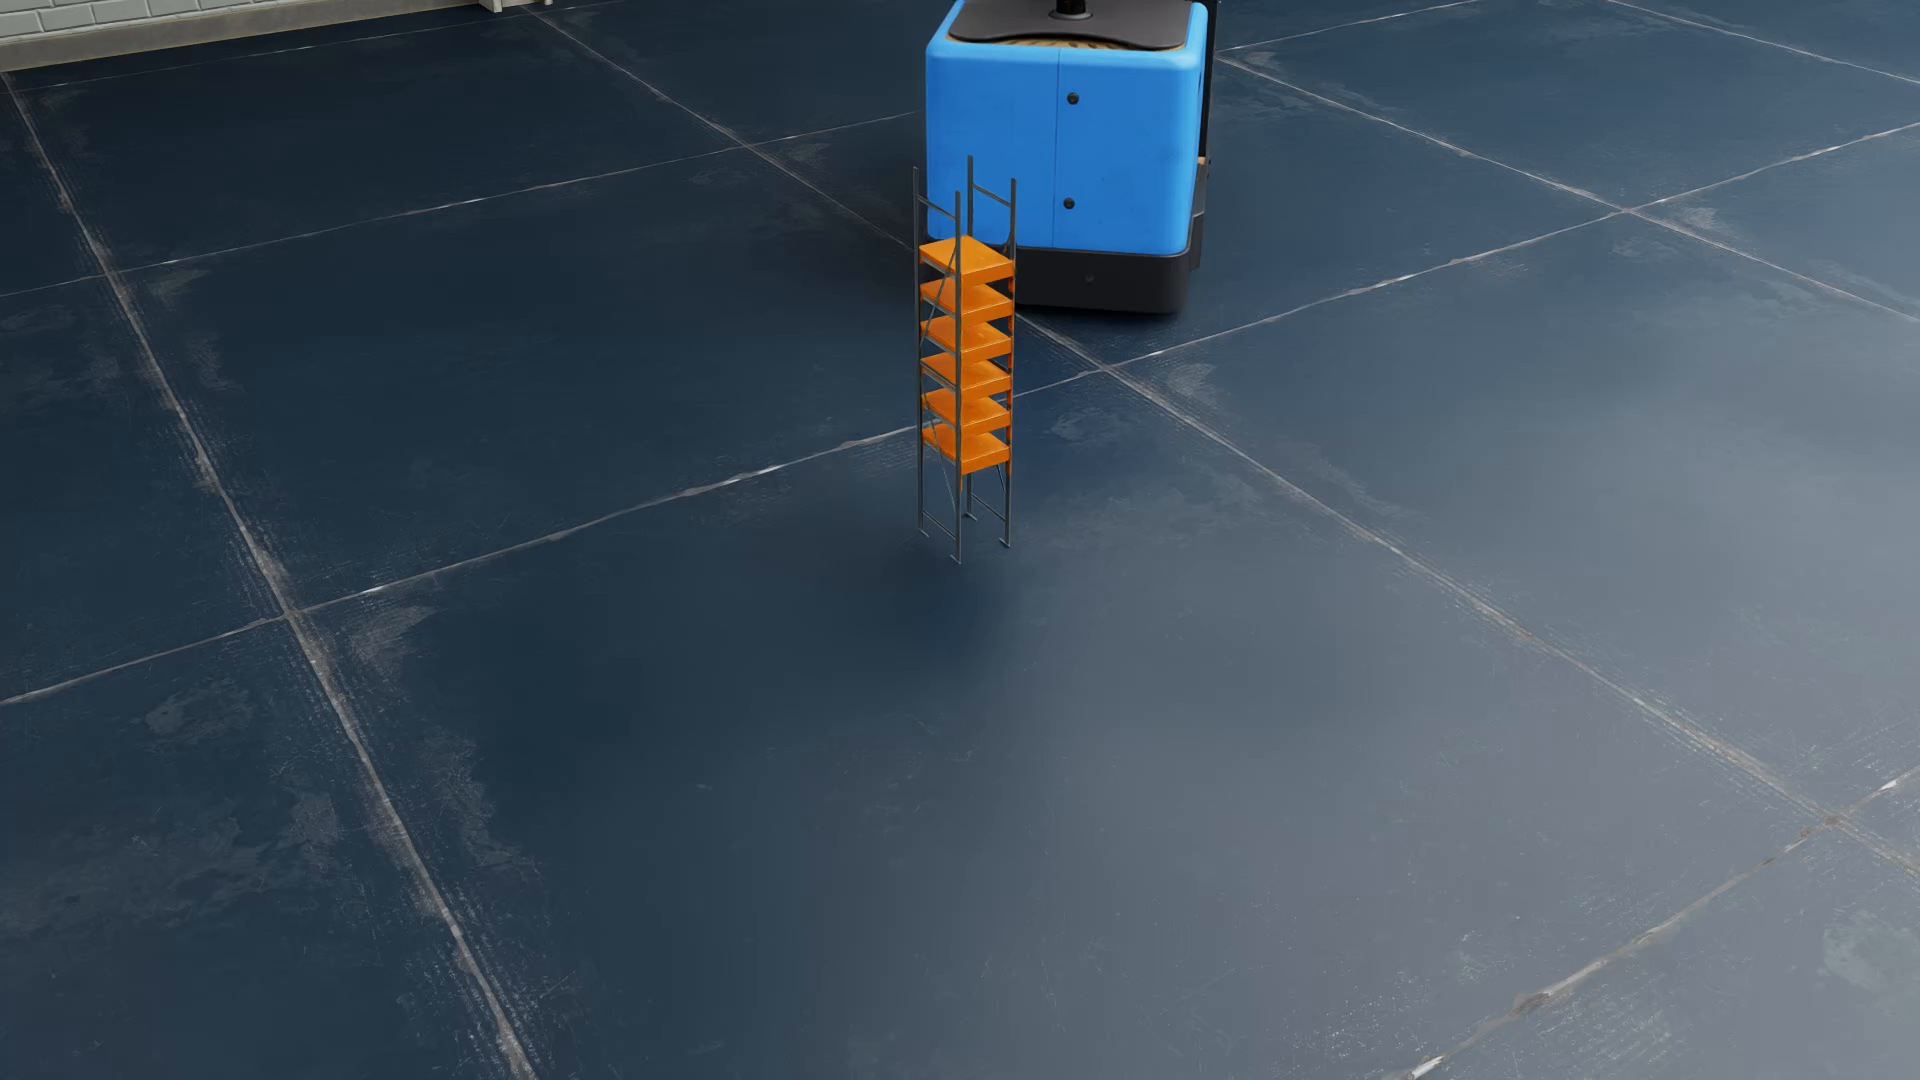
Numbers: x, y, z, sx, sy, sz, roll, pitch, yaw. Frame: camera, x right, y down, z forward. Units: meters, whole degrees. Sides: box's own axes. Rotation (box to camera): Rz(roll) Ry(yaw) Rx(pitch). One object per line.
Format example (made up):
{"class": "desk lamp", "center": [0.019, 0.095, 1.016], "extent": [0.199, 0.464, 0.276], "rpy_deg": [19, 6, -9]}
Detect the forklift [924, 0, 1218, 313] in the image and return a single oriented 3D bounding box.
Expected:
{"class": "forklift", "center": [0.607, -2.901, 7.101], "extent": [1.130, 2.935, 3.031], "rpy_deg": [5, 33, 8]}

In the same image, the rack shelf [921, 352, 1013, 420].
{"class": "rack shelf", "center": [0.012, -0.474, 4.960], "extent": [0.180, 0.103, 0.258], "rpy_deg": [-19, 37, -27]}

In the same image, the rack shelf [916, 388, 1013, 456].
{"class": "rack shelf", "center": [0.012, -0.373, 5.024], "extent": [0.180, 0.103, 0.258], "rpy_deg": [-19, 37, -27]}

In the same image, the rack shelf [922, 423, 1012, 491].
{"class": "rack shelf", "center": [0.012, -0.271, 5.088], "extent": [0.180, 0.103, 0.258], "rpy_deg": [-19, 37, -27]}

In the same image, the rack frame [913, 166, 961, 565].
{"class": "rack frame", "center": [-0.065, -0.485, 4.895], "extent": [0.006, 1.200, 0.240], "rpy_deg": [-19, 37, -27]}

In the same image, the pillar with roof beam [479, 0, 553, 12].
{"class": "pillar with roof beam", "center": [-0.546, -5.352, 5.301], "extent": [0.400, 9.000, 9.100], "rpy_deg": [-19, 37, -27]}

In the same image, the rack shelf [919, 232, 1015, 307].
{"class": "rack shelf", "center": [0.012, -0.779, 4.768], "extent": [0.180, 0.103, 0.258], "rpy_deg": [-19, 37, -27]}

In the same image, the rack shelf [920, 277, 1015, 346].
{"class": "rack shelf", "center": [0.012, -0.677, 4.832], "extent": [0.180, 0.103, 0.258], "rpy_deg": [-19, 37, -27]}

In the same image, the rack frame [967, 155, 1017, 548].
{"class": "rack frame", "center": [0.089, -0.538, 4.978], "extent": [0.006, 1.200, 0.240], "rpy_deg": [-19, 37, -27]}

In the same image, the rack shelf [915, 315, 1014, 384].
{"class": "rack shelf", "center": [0.012, -0.576, 4.896], "extent": [0.180, 0.103, 0.258], "rpy_deg": [-19, 37, -27]}

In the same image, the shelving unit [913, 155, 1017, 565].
{"class": "shelving unit", "center": [0.012, -0.512, 4.937], "extent": [0.189, 1.200, 0.258], "rpy_deg": [-19, 37, -27]}
